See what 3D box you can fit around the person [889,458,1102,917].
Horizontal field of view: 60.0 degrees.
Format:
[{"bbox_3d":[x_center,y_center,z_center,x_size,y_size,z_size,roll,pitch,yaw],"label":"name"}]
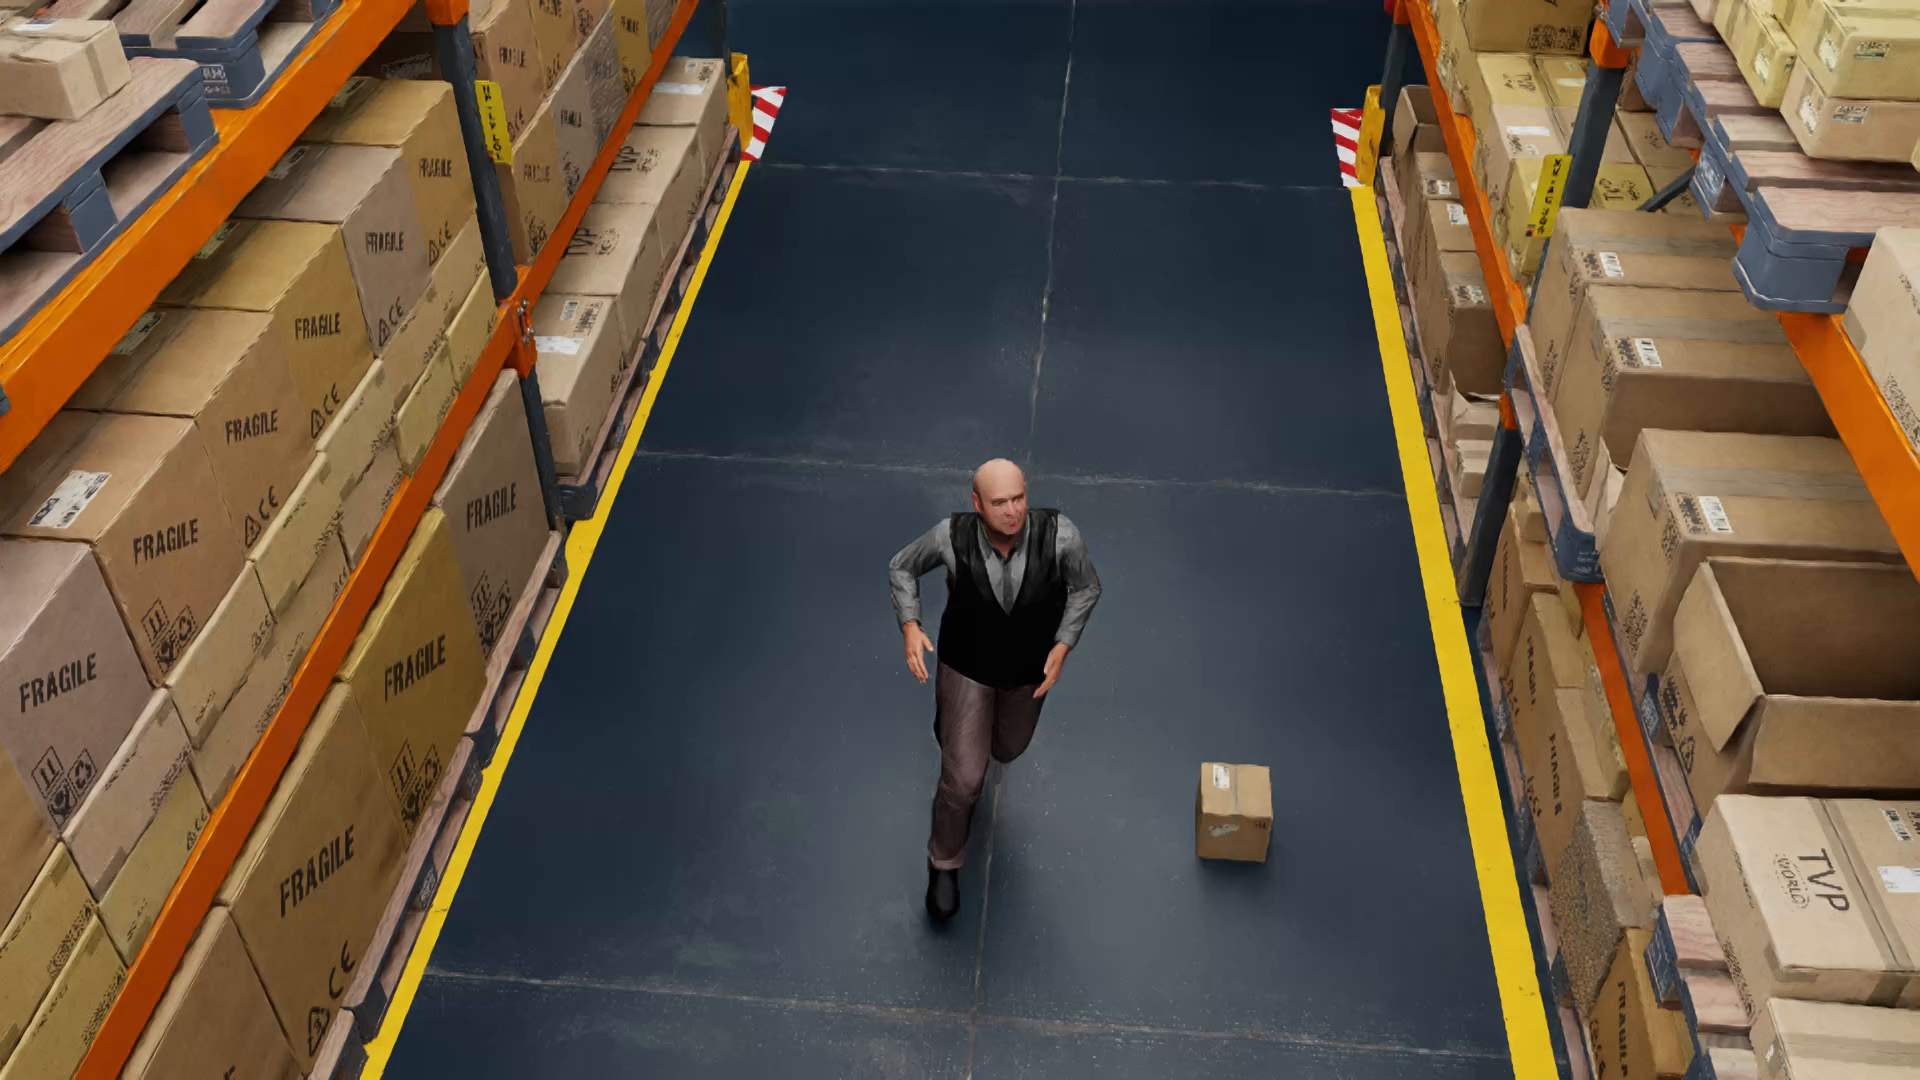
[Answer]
[{"bbox_3d":[0.121,0.405,5.783,0.729,1.603,0.983,-10,41,-12],"label":"person"}]
